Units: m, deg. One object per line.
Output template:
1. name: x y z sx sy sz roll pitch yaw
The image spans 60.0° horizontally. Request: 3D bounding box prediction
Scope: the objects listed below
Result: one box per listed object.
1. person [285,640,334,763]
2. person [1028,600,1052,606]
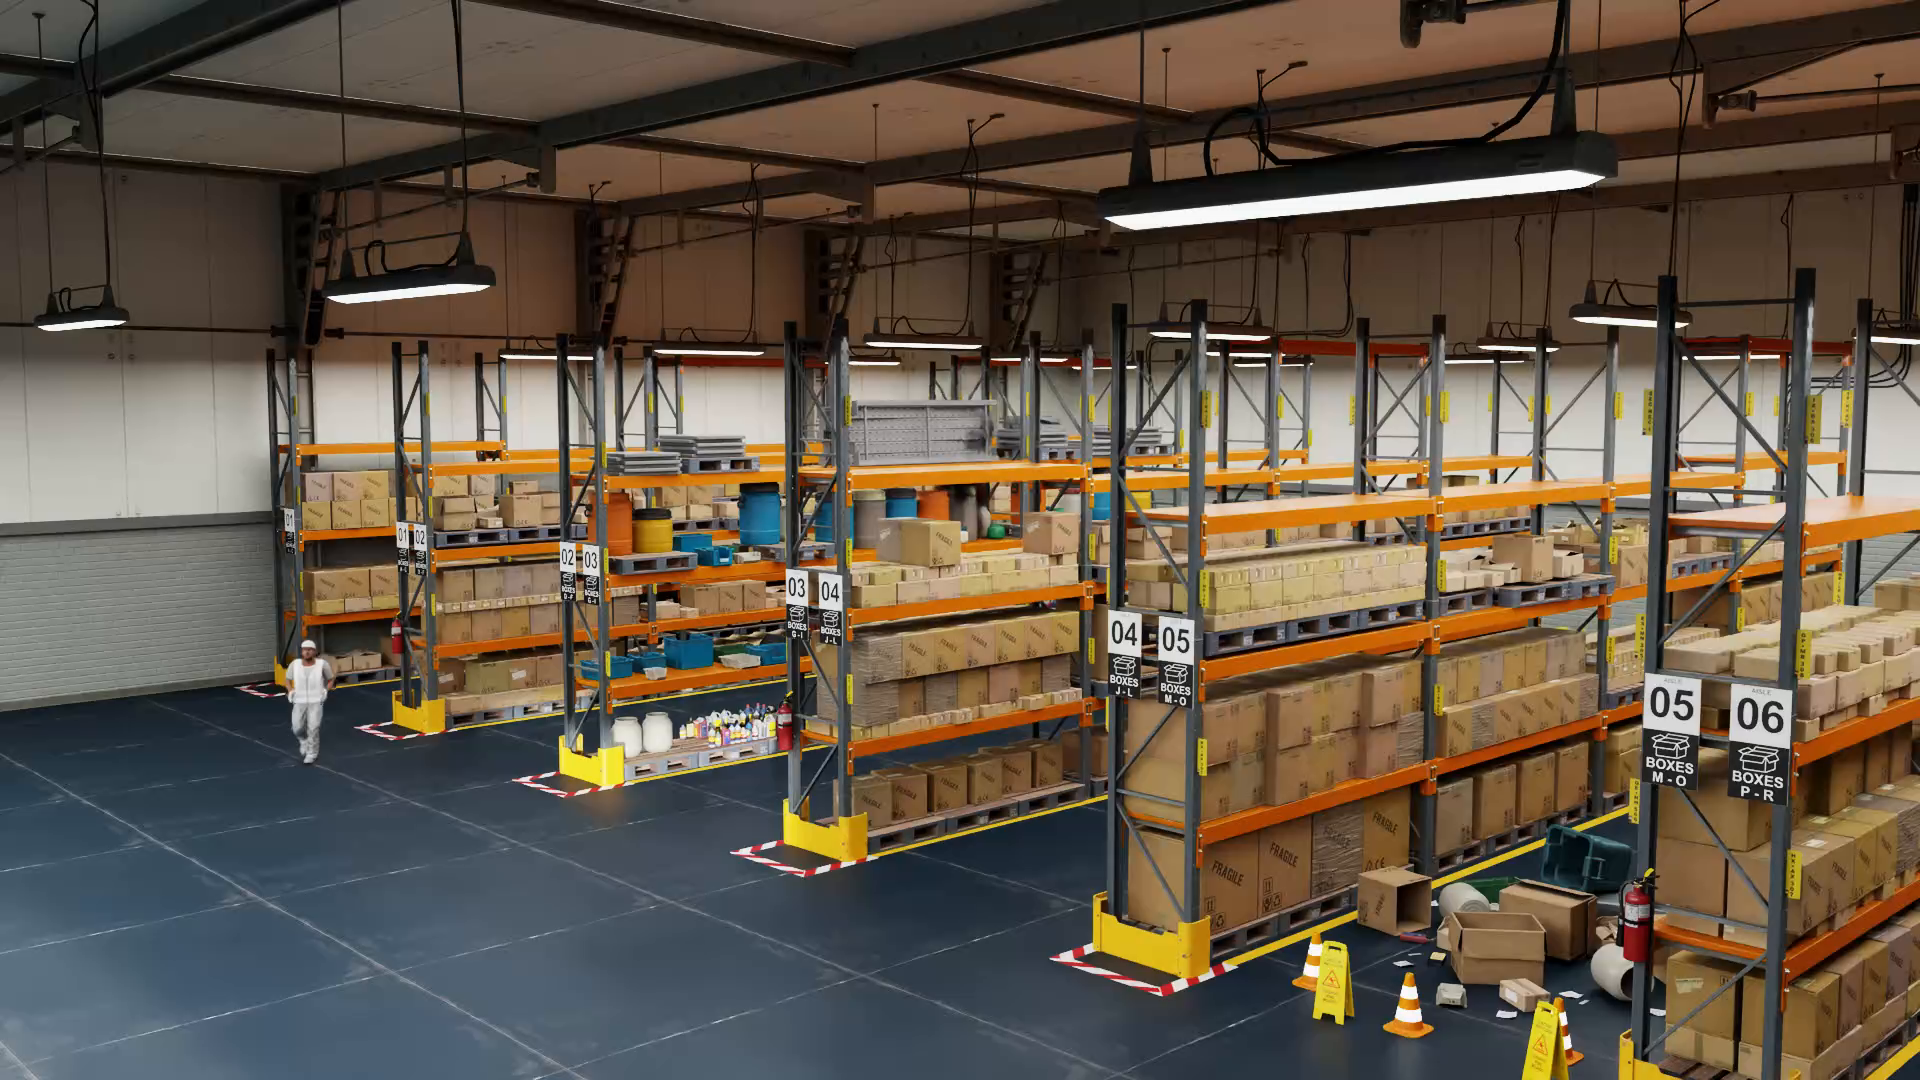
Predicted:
1. person: -9.159 2.273 23.411 0.663 1.737 0.589 -1 5 -13
2. person: 1.497 1.497 32.416 0.647 1.727 0.580 3 6 33
